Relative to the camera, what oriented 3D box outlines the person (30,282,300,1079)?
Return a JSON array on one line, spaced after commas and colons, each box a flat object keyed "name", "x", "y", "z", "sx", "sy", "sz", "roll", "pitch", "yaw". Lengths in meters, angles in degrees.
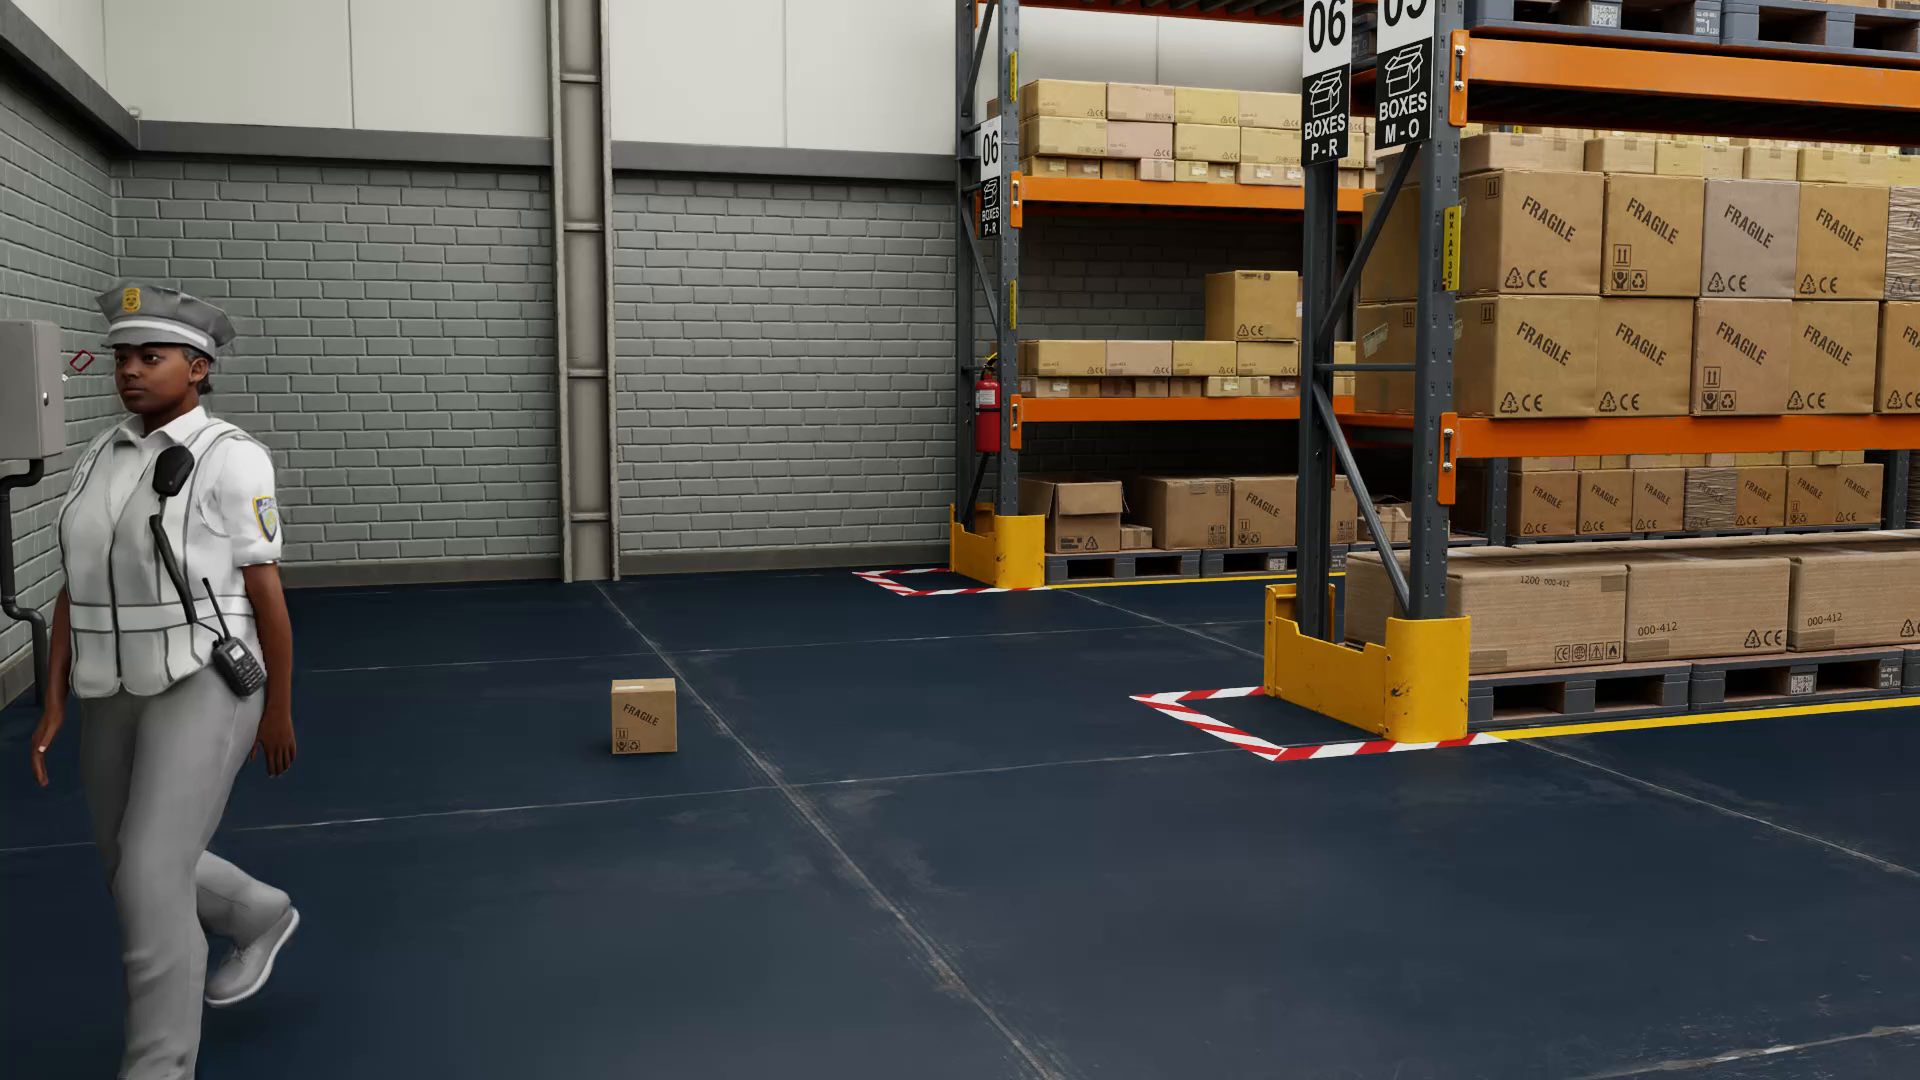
[{"name": "person", "x": -1.606, "y": 0.306, "z": 3.419, "sx": 0.443, "sy": 1.648, "sz": 0.883, "roll": 2, "pitch": 6, "yaw": 17}]
